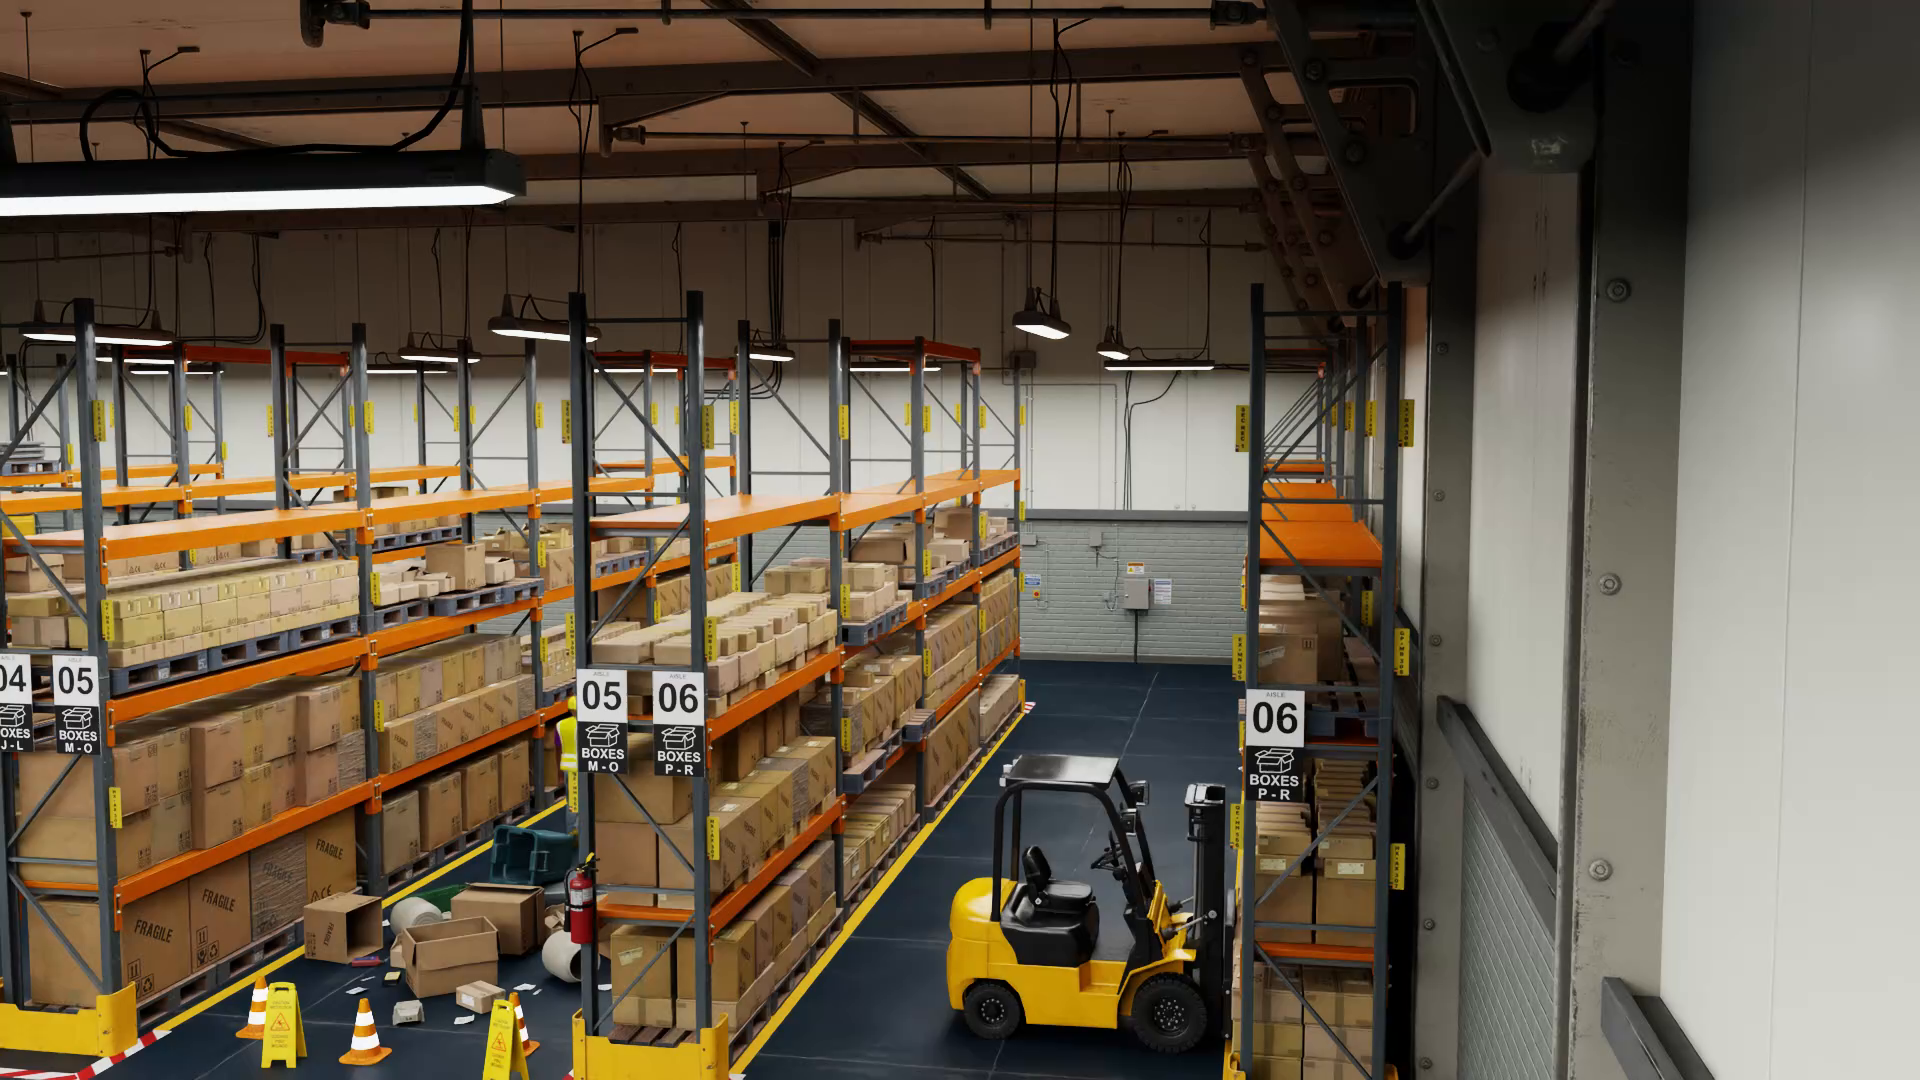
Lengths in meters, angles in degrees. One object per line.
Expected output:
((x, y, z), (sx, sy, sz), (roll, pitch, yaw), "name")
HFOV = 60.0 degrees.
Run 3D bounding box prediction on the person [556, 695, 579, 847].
((-4.491, 2.709, 19.552), (0.537, 1.755, 0.500), (2, 5, 19), "person")
